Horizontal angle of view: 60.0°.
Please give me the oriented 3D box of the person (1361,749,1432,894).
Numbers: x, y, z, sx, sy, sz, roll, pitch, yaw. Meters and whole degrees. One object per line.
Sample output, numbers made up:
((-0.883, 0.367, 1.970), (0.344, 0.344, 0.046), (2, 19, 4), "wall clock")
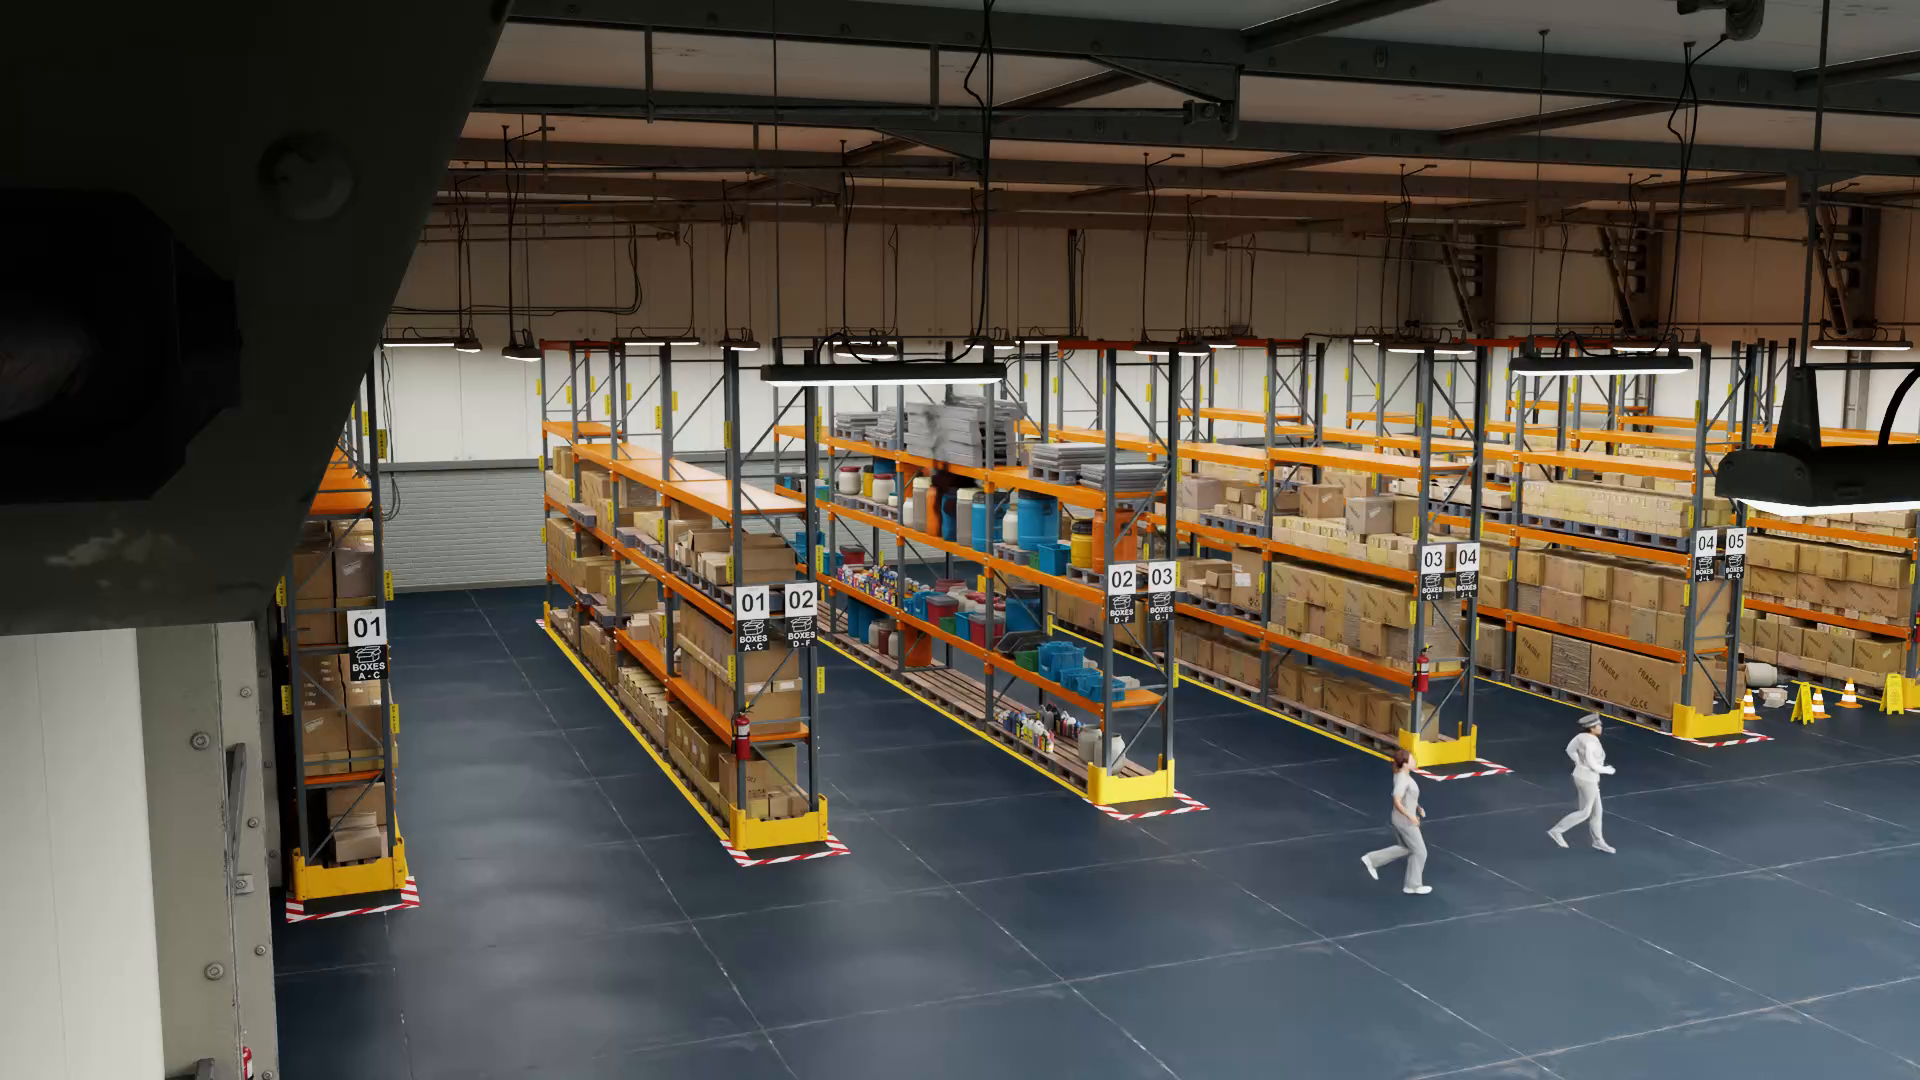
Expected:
((4.878, 3.122, 18.491), (0.769, 1.632, 0.600), (1, 8, 9), "person")

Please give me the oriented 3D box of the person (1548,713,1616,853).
((7.501, 2.912, 19.938), (0.783, 1.715, 0.615), (1, 8, 9), "person")

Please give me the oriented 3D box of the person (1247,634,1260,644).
((5.802, 1.374, 31.906), (0.575, 1.657, 0.559), (-4, 9, -30), "person")

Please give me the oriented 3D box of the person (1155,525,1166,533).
((4.950, 0.124, 41.647), (0.528, 1.580, 0.638), (1, 7, 4), "person")
